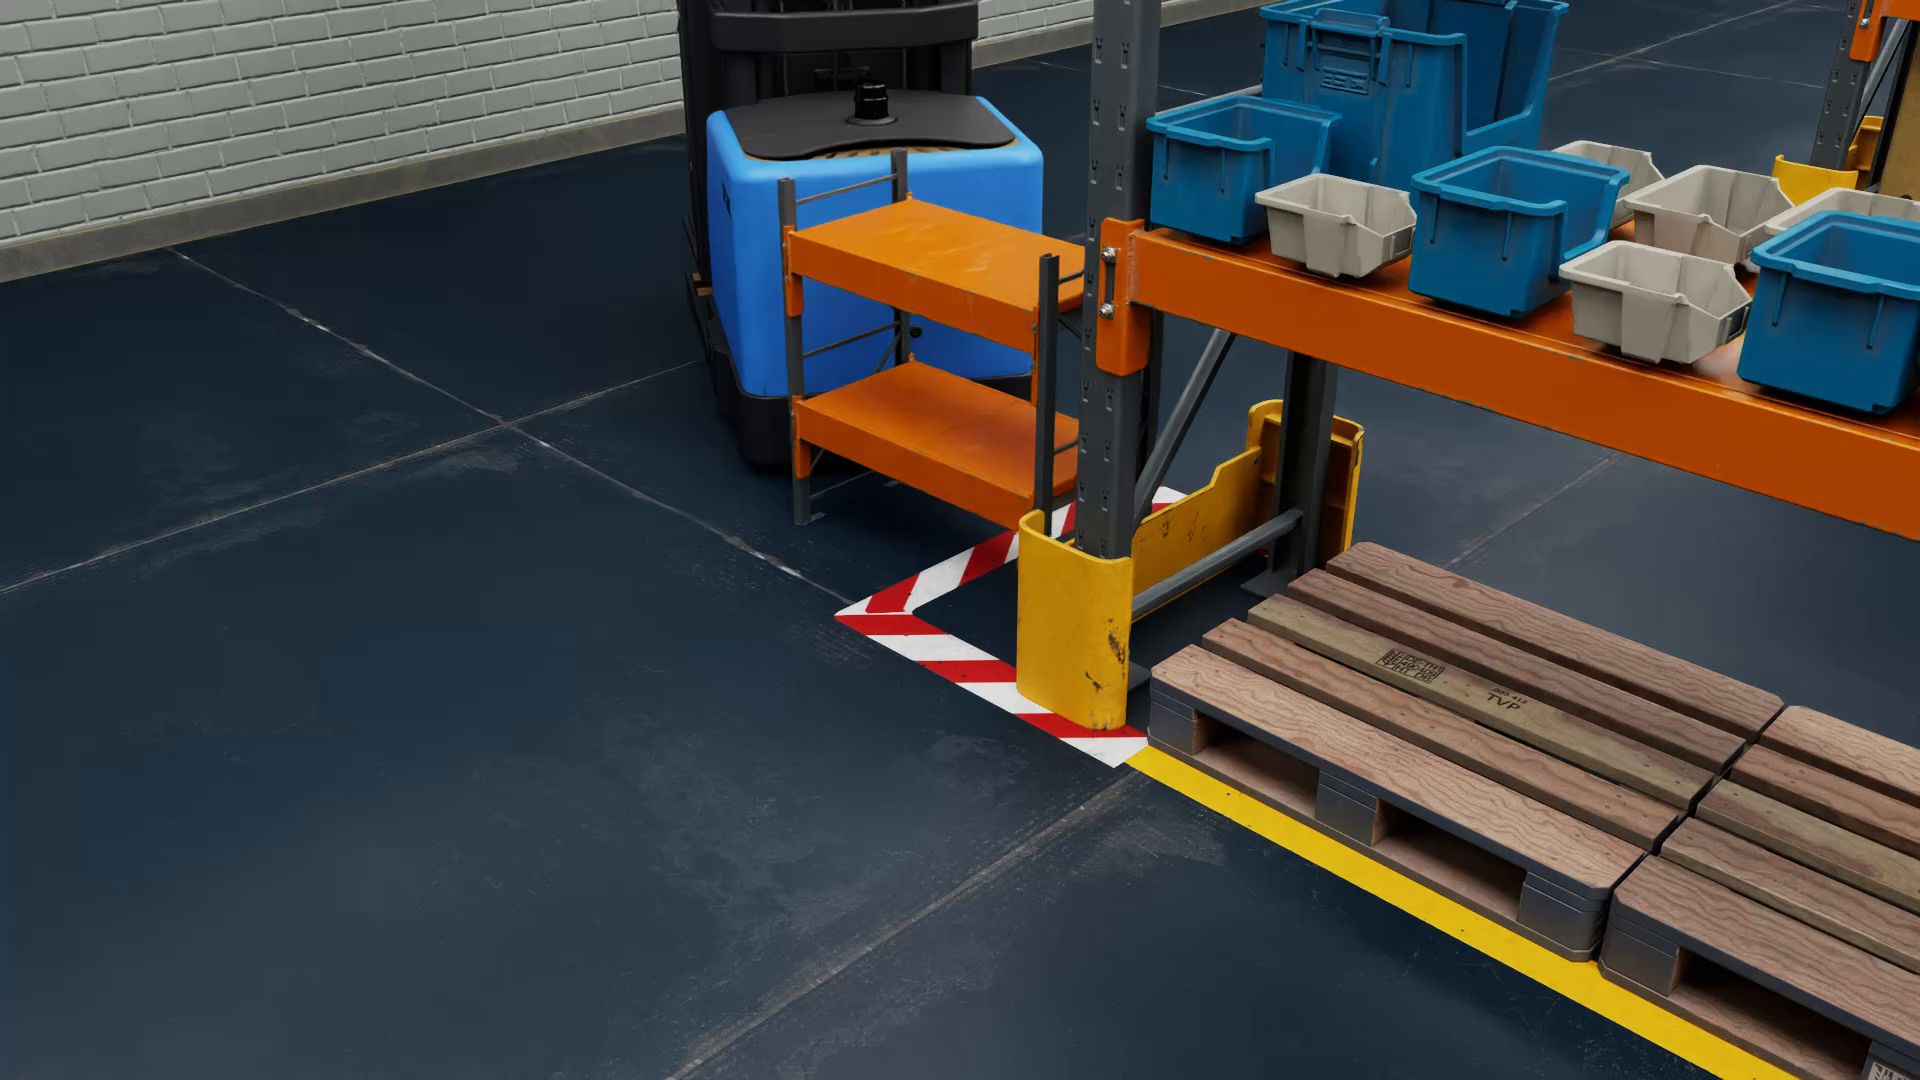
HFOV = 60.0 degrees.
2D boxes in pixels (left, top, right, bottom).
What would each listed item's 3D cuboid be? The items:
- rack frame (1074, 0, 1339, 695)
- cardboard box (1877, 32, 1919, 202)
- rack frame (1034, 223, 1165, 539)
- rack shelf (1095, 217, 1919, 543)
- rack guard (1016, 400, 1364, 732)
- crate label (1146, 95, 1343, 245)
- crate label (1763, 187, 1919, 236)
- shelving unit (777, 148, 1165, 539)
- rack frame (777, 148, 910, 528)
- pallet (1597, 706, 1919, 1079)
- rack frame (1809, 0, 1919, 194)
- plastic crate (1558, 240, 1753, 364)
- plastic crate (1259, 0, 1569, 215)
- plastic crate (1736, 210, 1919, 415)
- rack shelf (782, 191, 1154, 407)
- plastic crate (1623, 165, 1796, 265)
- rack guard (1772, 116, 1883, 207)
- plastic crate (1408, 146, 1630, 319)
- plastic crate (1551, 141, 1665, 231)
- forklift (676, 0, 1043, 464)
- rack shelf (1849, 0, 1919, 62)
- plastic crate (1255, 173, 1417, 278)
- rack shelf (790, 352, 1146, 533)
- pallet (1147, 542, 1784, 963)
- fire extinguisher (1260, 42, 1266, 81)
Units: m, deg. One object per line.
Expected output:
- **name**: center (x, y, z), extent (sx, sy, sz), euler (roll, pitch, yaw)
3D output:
- **rack frame**: center (0.683, -1.064, 4.050), extent (0.127, 3.000, 1.000), euler (25, 36, 38)
- **cardboard box**: center (4.668, -1.771, 7.226), extent (0.875, 0.875, 0.875), euler (25, 36, 38)
- **rack frame**: center (0.385, -0.297, 4.606), extent (0.032, 1.125, 0.500), euler (24, 36, 38)
- **rack shelf**: center (2.110, -0.093, 2.977), extent (4.000, 0.370, 1.077), euler (25, 36, 38)
- **rack guard**: center (0.657, 0.039, 4.639), extent (0.348, 0.500, 1.175), euler (25, 36, 38)
- **crate label**: center (0.629, -0.827, 3.714), extent (0.303, 0.233, 0.416), euler (25, 36, 38)
- **crate label**: center (1.804, -0.586, 3.360), extent (0.243, 0.136, 0.396), euler (25, 36, 38)
- **shelving unit**: center (0.019, -0.461, 4.919), extent (1.048, 1.125, 0.538), euler (24, 36, 38)
- **rack frame**: center (-0.346, -0.626, 5.232), extent (0.032, 1.125, 0.500), euler (24, 36, 38)
- **pallet**: center (2.110, 0.850, 3.406), extent (1.213, 0.211, 1.003), euler (25, 36, 38)
- **rack frame**: center (4.156, -2.708, 7.176), extent (0.127, 3.000, 1.000), euler (25, 36, 38)
- **plastic crate**: center (1.283, -0.430, 3.065), extent (0.298, 0.136, 0.250), euler (25, 36, 38)
- **plastic crate**: center (1.053, -1.059, 3.938), extent (0.499, 0.435, 0.616), euler (25, 36, 38)
- **plastic crate**: center (1.568, -0.397, 2.897), extent (0.300, 0.233, 0.416), euler (25, 36, 38)
- **rack shelf**: center (0.019, -0.720, 4.783), extent (1.000, 0.278, 0.538), euler (24, 36, 38)
- **plastic crate**: center (1.588, -0.668, 3.517), extent (0.243, 0.136, 0.396), euler (25, 36, 38)
- **rack guard**: center (4.139, -1.609, 7.773), extent (0.348, 0.500, 1.175), euler (25, 36, 38)
- **plastic crate**: center (1.098, -0.612, 3.306), extent (0.300, 0.233, 0.416), euler (25, 36, 38)
- **plastic crate**: center (1.392, -0.768, 3.706), extent (0.243, 0.136, 0.396), euler (25, 36, 38)
- **forklift**: center (-0.553, -2.219, 6.321), extent (1.130, 2.935, 3.031), euler (-6, 28, -12)
- **rack shelf**: center (5.582, -1.737, 6.103), extent (4.000, 0.370, 1.077), euler (25, 36, 38)
- **plastic crate**: center (0.799, -0.652, 3.485), extent (0.298, 0.136, 0.250), euler (25, 36, 38)
- **rack shelf**: center (0.019, -0.245, 5.033), extent (1.000, 0.278, 0.538), euler (24, 36, 38)
- **pallet**: center (1.244, 0.452, 4.163), extent (1.213, 0.211, 1.003), euler (25, 36, 38)
- **fire extinguisher**: center (0.894, -1.065, 4.536), extent (0.183, 0.674, 0.296), euler (25, 36, 38)
